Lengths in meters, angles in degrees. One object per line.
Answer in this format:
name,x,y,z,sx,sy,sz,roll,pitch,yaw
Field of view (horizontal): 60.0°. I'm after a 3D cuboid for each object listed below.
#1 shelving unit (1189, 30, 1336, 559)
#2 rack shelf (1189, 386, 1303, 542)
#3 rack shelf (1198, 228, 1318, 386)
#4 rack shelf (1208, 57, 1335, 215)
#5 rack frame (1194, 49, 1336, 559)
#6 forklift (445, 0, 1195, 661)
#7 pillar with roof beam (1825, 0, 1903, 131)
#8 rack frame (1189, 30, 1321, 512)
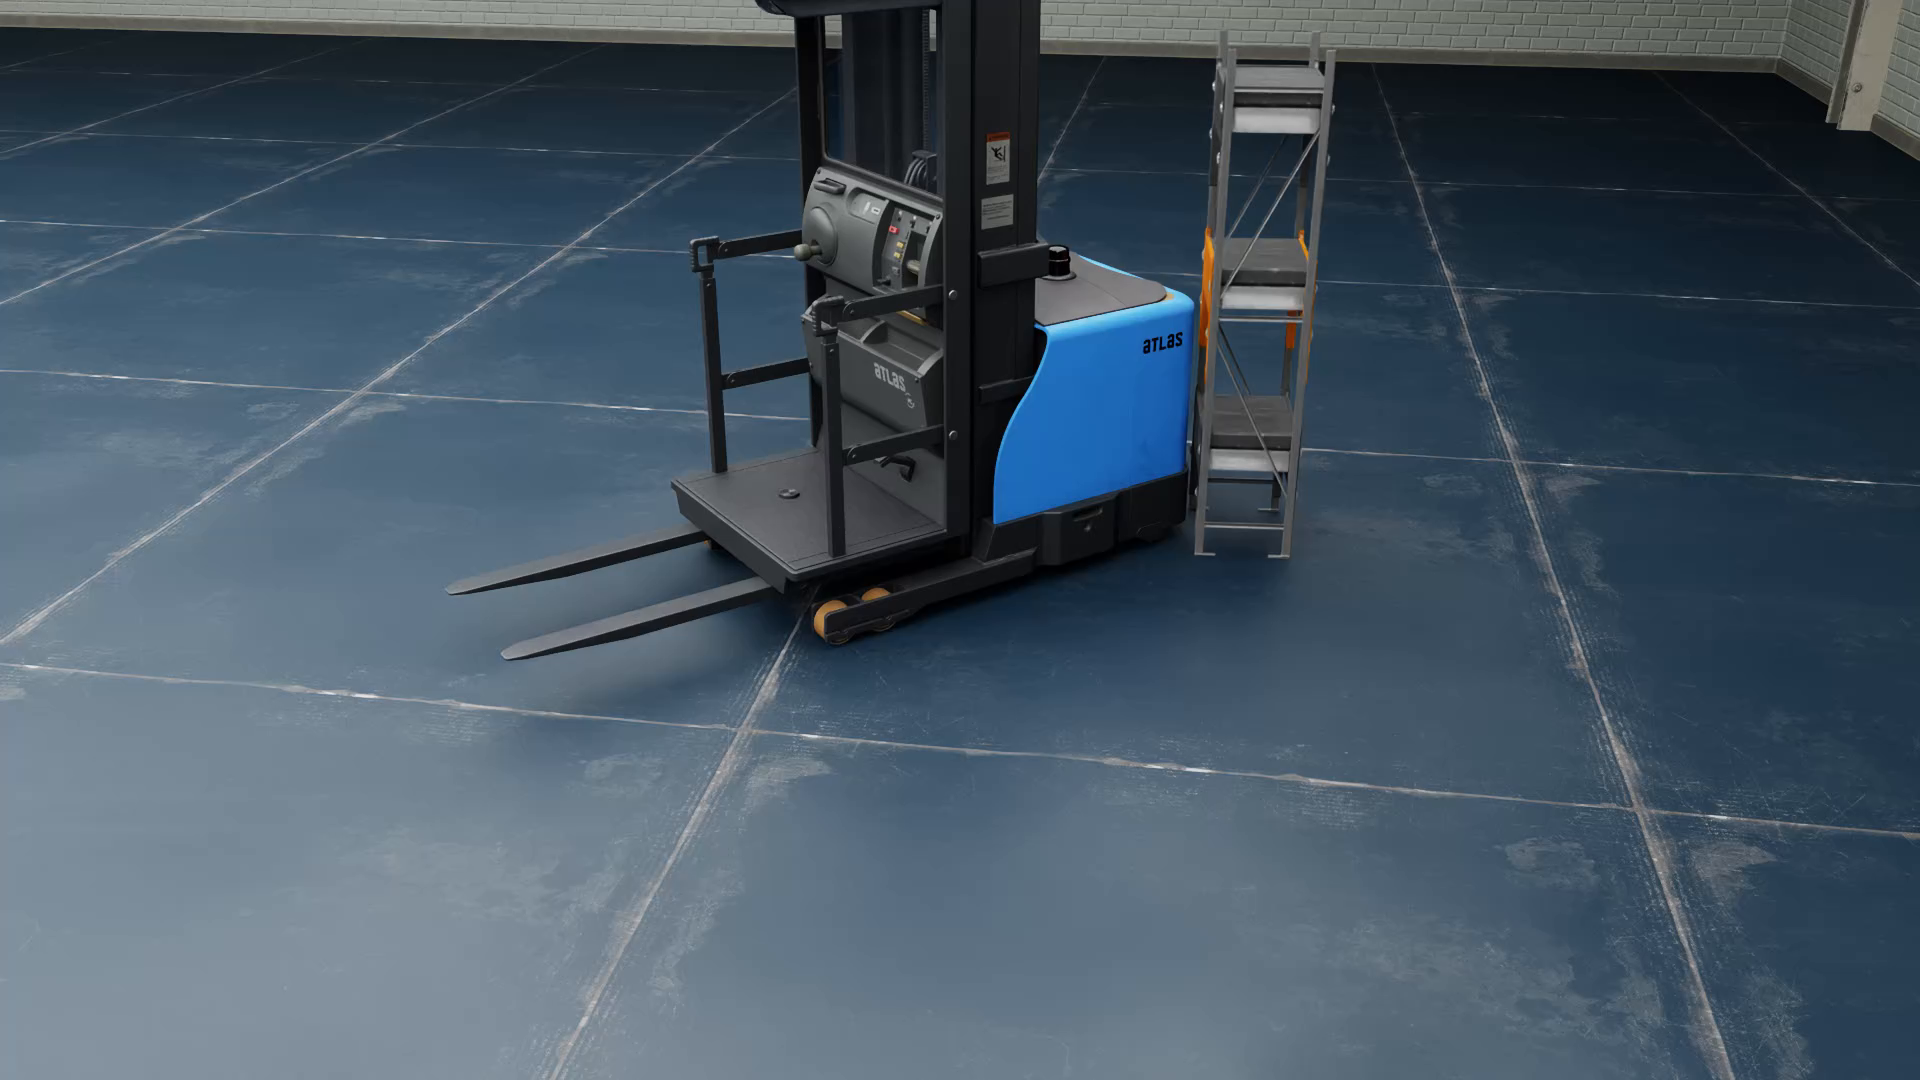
shelving unit,1.220,-0.982,6.871,0.431,2.100,0.503,2,25,4
rack shelf,1.220,-0.335,7.173,0.431,0.518,0.480,2,25,4
rack shelf,1.220,-0.969,6.876,0.431,0.518,0.480,2,25,4
rack shelf,1.220,-1.603,6.580,0.431,0.518,0.480,2,25,4
rack frame,1.202,-0.879,6.650,0.400,2.100,0.015,2,25,4
forklift,-0.519,-1.180,6.314,3.031,2.935,1.130,-16,29,-30
pillar with roof beam,4.035,-8.229,14.216,9.100,9.000,0.400,4,25,9
rack frame,1.239,-1.085,7.091,0.400,2.100,0.015,2,25,4
